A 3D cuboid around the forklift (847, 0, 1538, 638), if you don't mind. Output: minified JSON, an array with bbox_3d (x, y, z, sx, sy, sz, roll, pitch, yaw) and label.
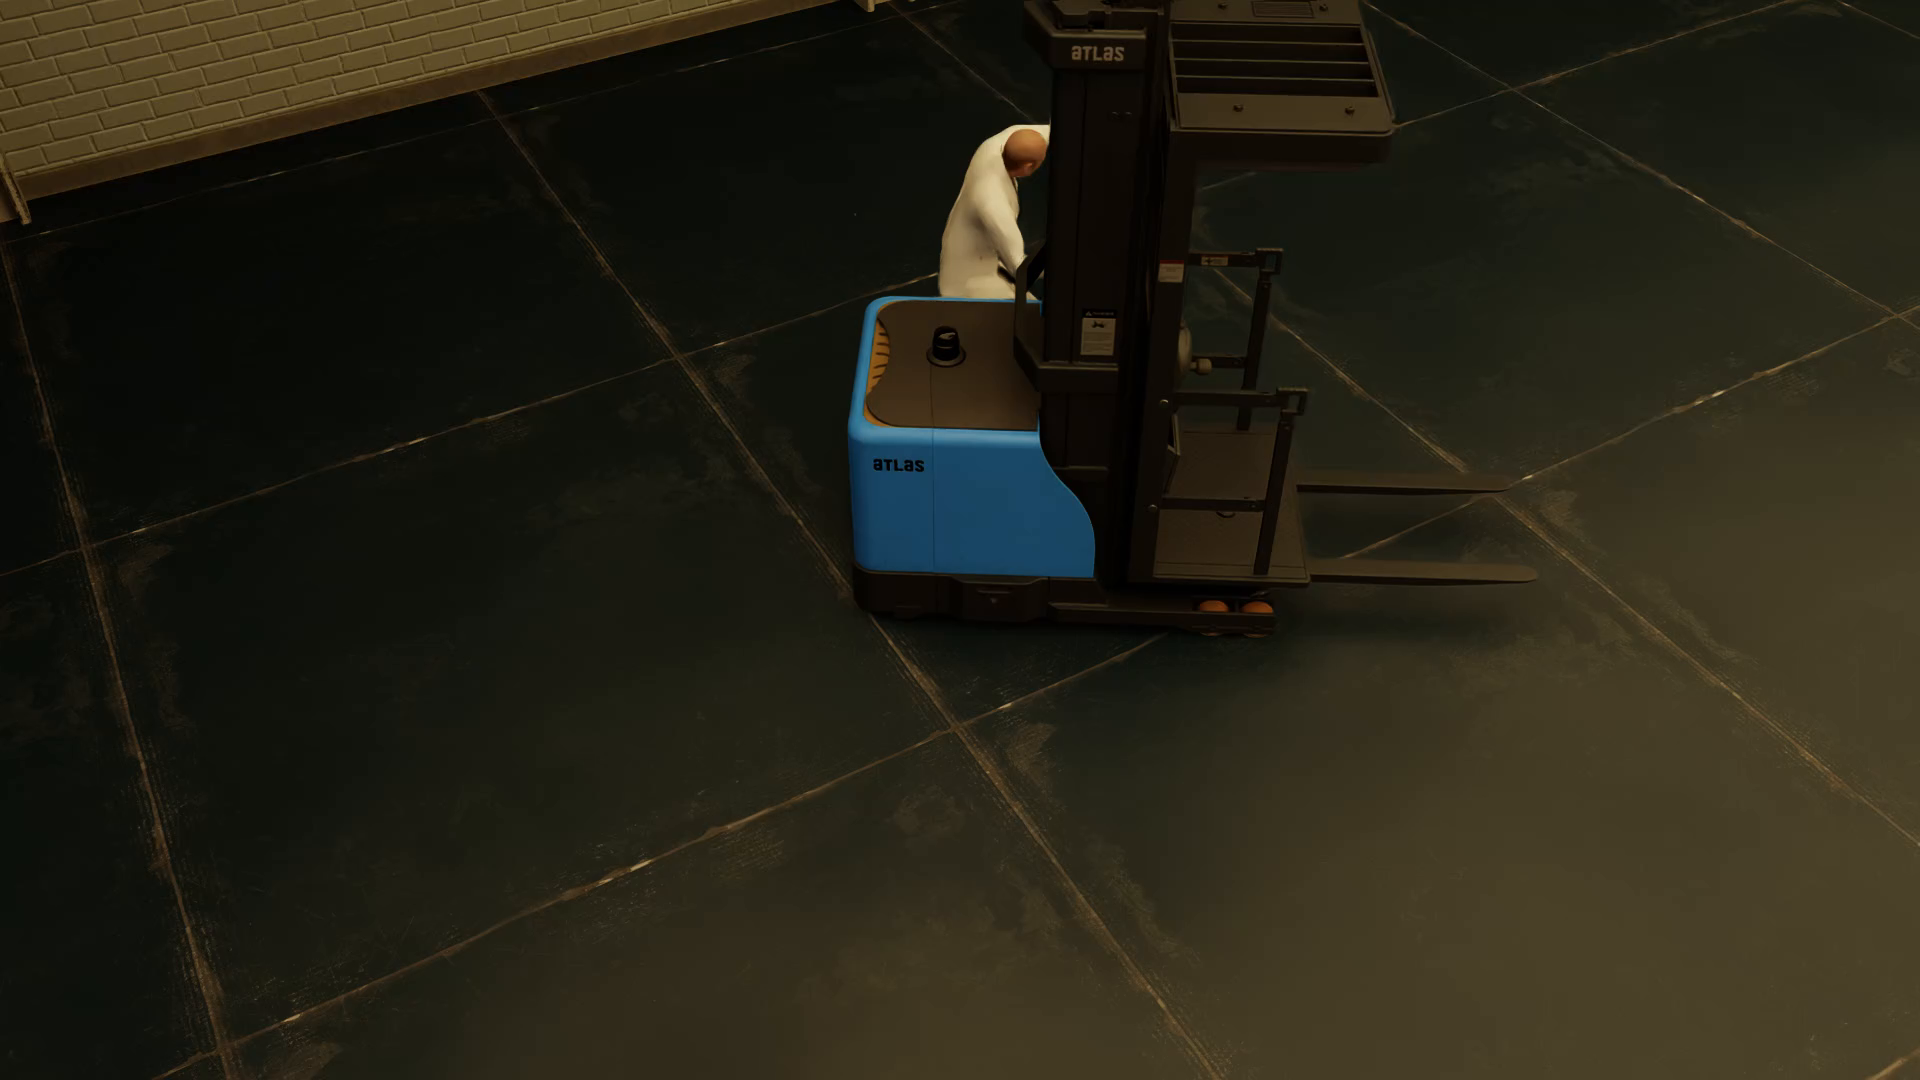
[{"bbox_3d":[1.056,-1.014,6.791,3.031,2.935,1.130,2,43,2],"label":"forklift"}]

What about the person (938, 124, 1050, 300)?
[{"bbox_3d":[0.295,-1.309,8.169,0.806,1.485,1.617,1,43,1],"label":"person"}]
